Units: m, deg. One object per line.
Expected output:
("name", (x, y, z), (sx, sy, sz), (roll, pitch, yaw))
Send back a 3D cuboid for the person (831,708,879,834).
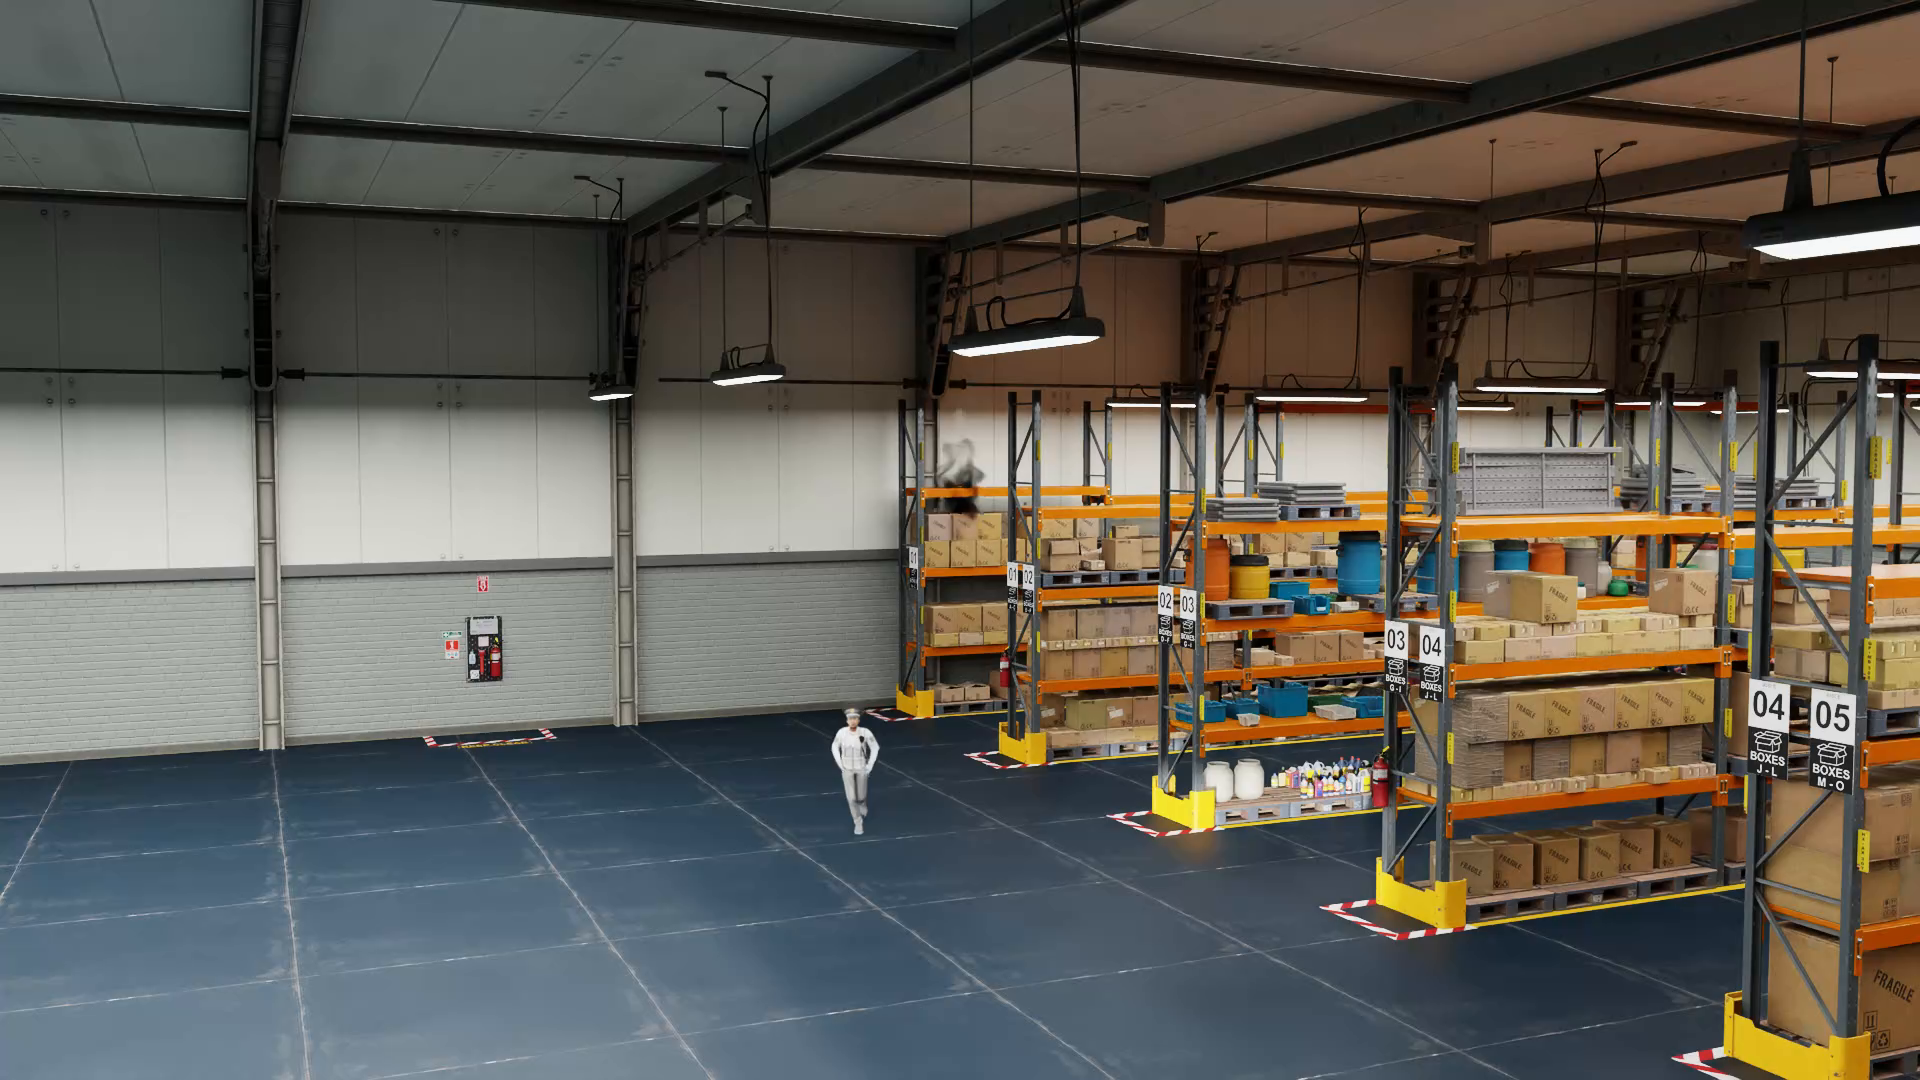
("person", (-1.402, 3.049, 22.207), (0.639, 1.657, 0.564), (0, 3, 3))
